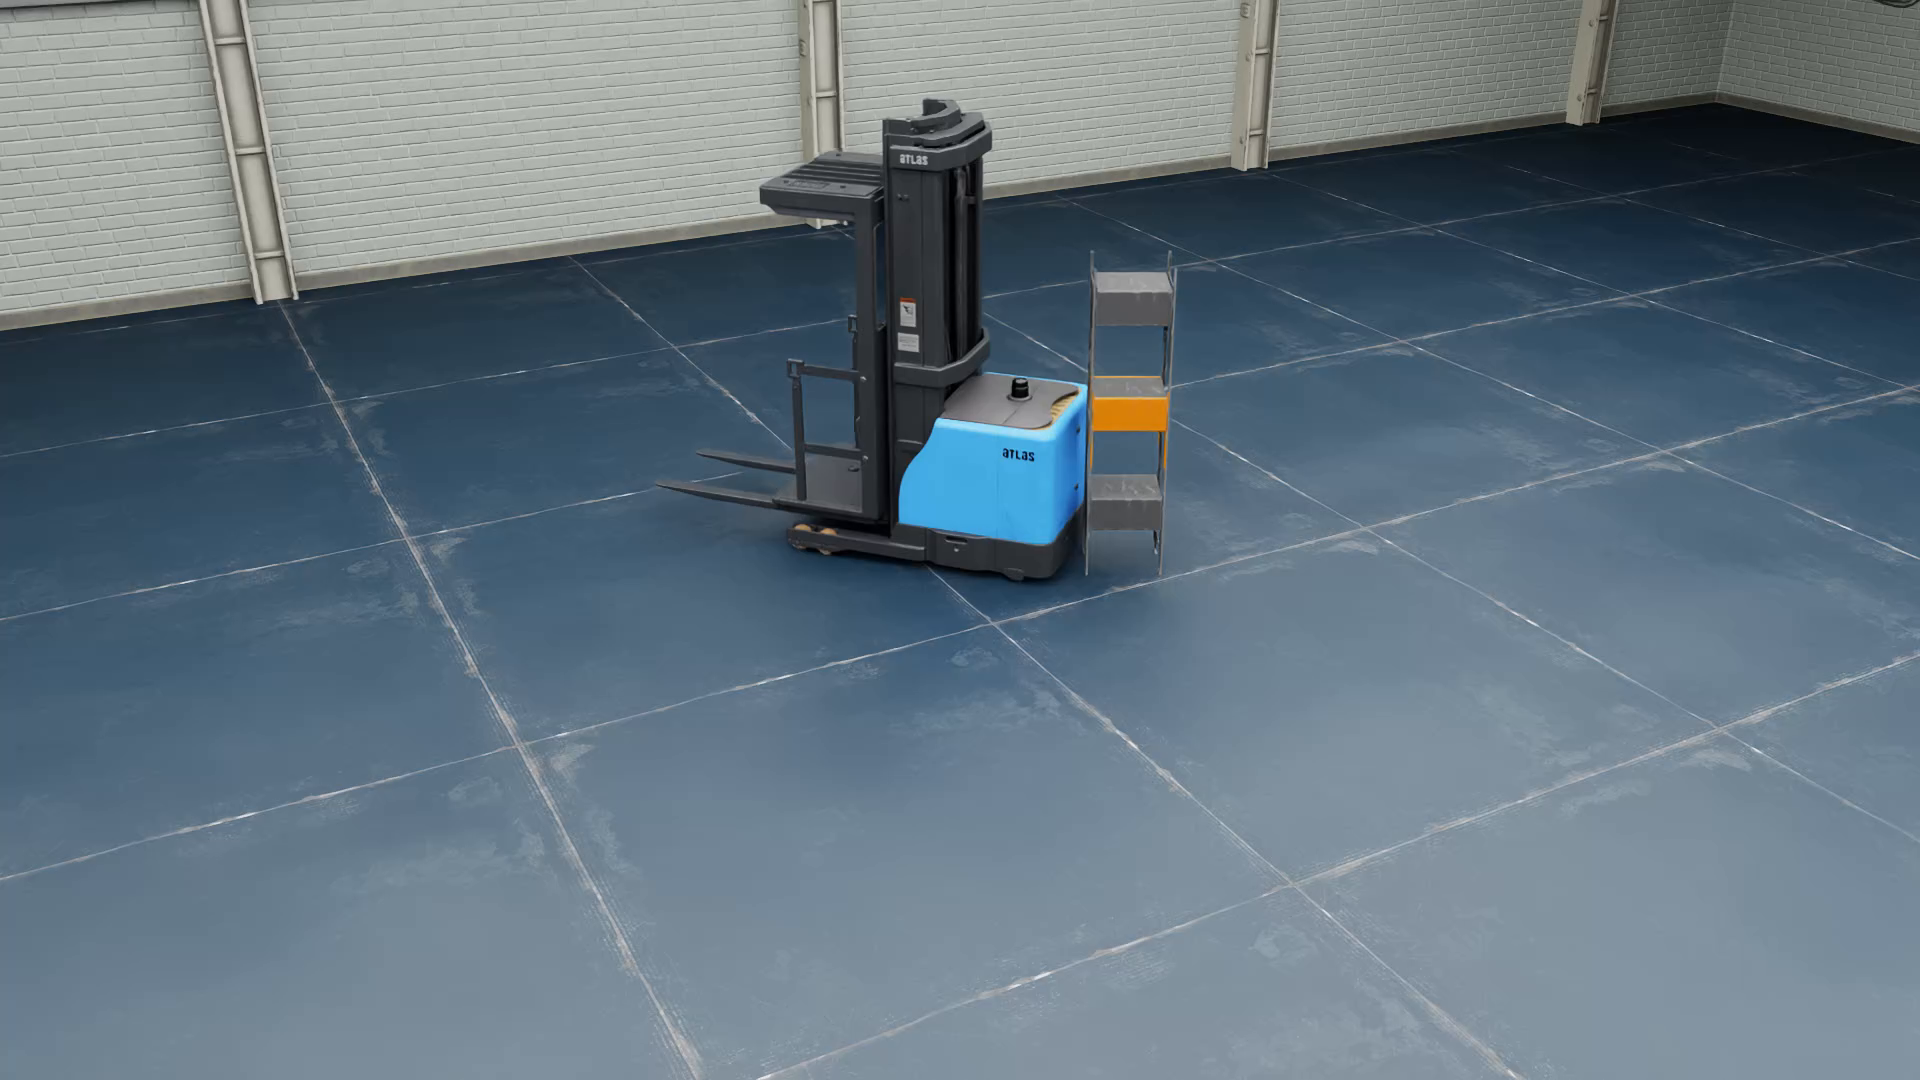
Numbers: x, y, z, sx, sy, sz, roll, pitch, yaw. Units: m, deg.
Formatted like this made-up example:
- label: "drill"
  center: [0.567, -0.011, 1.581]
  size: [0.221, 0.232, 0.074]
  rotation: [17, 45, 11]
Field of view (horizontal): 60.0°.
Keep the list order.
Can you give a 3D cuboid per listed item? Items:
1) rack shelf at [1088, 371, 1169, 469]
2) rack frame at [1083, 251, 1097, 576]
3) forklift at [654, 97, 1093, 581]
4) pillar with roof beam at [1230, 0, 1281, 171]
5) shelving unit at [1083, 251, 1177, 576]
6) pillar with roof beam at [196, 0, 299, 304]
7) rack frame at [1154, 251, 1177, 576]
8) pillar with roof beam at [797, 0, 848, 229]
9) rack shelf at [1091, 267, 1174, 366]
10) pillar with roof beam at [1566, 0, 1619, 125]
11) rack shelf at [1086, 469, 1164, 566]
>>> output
- label: "rack shelf"
  center: [1.082, -0.781, 10.776]
  size: [0.480, 0.518, 0.431]
  rotation: [0, 26, 1]
- label: "rack frame"
  center: [0.838, -0.793, 10.774]
  size: [0.015, 2.100, 0.400]
  rotation: [0, 26, 1]
- label: "forklift"
  center: [-0.653, -1.432, 11.149]
  size: [3.031, 2.935, 1.130]
  rotation: [9, 27, 18]
- label: "pillar with roof beam"
  center: [5.788, -7.277, 16.312]
  size: [0.400, 9.000, 9.100]
  rotation: [-13, 29, -25]
- label: "shelving unit"
  center: [1.082, -0.793, 10.770]
  size: [0.503, 2.100, 0.431]
  rotation: [0, 26, 1]
- label: "pillar with roof beam"
  center: [-4.800, -4.833, 11.221]
  size: [0.400, 9.000, 9.100]
  rotation: [-13, 29, -25]
- label: "rack frame"
  center: [1.326, -0.792, 10.765]
  size: [0.015, 2.100, 0.400]
  rotation: [0, 26, 1]
- label: "pillar with roof beam"
  center: [0.494, -6.055, 13.767]
  size: [0.400, 9.000, 9.100]
  rotation: [-13, 29, -25]
- label: "rack shelf"
  center: [1.078, -1.409, 10.468]
  size: [0.480, 0.518, 0.431]
  rotation: [0, 26, 1]
- label: "pillar with roof beam"
  center: [11.082, -8.499, 18.857]
  size: [0.400, 9.000, 9.100]
  rotation: [-13, 29, -25]
- label: "rack shelf"
  center: [1.087, -0.152, 11.083]
  size: [0.480, 0.518, 0.431]
  rotation: [0, 26, 1]
